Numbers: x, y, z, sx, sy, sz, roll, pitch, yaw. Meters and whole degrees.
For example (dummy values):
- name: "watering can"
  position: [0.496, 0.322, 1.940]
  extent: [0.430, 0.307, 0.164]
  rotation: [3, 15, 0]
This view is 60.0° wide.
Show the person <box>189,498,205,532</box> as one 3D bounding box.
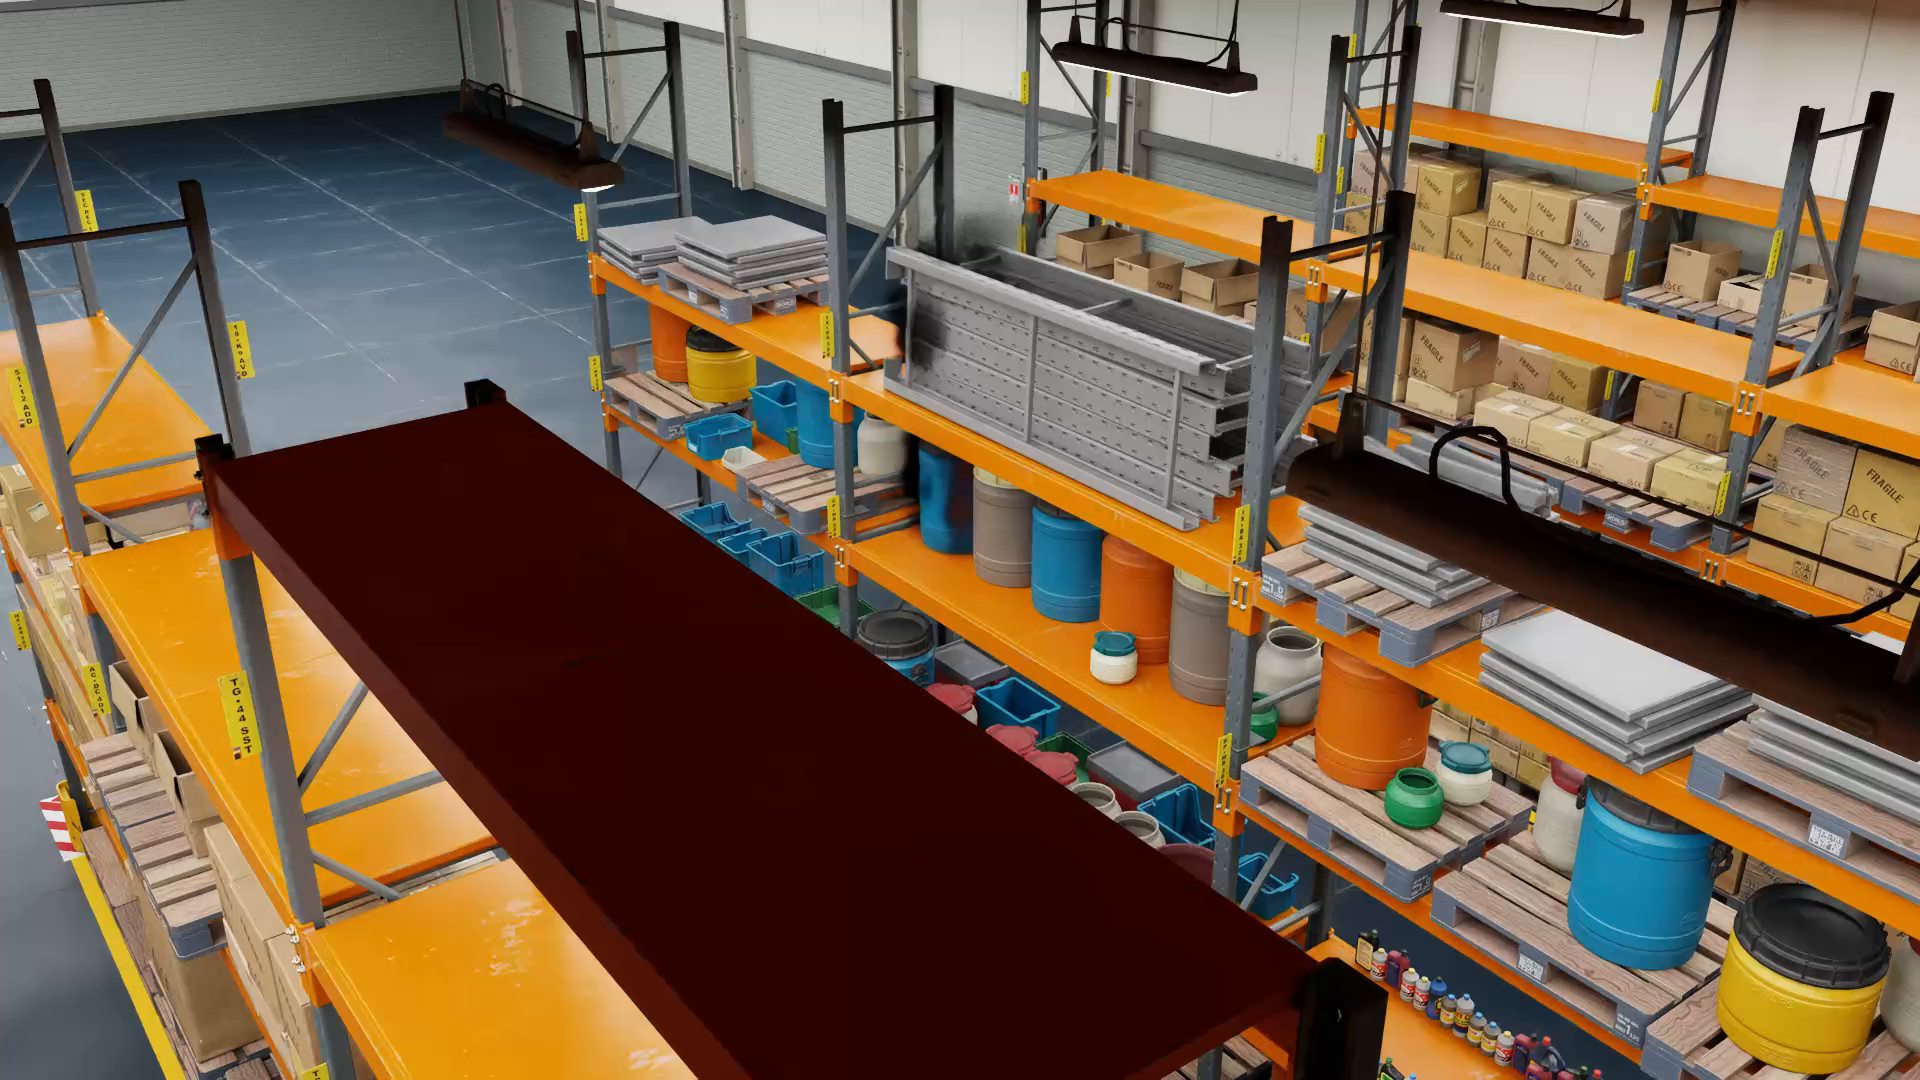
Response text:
- name: "person"
  position: [-8.056, -0.014, 17.139]
  extent: [0.691, 1.600, 0.505]
  rotation: [-3, 25, -7]
